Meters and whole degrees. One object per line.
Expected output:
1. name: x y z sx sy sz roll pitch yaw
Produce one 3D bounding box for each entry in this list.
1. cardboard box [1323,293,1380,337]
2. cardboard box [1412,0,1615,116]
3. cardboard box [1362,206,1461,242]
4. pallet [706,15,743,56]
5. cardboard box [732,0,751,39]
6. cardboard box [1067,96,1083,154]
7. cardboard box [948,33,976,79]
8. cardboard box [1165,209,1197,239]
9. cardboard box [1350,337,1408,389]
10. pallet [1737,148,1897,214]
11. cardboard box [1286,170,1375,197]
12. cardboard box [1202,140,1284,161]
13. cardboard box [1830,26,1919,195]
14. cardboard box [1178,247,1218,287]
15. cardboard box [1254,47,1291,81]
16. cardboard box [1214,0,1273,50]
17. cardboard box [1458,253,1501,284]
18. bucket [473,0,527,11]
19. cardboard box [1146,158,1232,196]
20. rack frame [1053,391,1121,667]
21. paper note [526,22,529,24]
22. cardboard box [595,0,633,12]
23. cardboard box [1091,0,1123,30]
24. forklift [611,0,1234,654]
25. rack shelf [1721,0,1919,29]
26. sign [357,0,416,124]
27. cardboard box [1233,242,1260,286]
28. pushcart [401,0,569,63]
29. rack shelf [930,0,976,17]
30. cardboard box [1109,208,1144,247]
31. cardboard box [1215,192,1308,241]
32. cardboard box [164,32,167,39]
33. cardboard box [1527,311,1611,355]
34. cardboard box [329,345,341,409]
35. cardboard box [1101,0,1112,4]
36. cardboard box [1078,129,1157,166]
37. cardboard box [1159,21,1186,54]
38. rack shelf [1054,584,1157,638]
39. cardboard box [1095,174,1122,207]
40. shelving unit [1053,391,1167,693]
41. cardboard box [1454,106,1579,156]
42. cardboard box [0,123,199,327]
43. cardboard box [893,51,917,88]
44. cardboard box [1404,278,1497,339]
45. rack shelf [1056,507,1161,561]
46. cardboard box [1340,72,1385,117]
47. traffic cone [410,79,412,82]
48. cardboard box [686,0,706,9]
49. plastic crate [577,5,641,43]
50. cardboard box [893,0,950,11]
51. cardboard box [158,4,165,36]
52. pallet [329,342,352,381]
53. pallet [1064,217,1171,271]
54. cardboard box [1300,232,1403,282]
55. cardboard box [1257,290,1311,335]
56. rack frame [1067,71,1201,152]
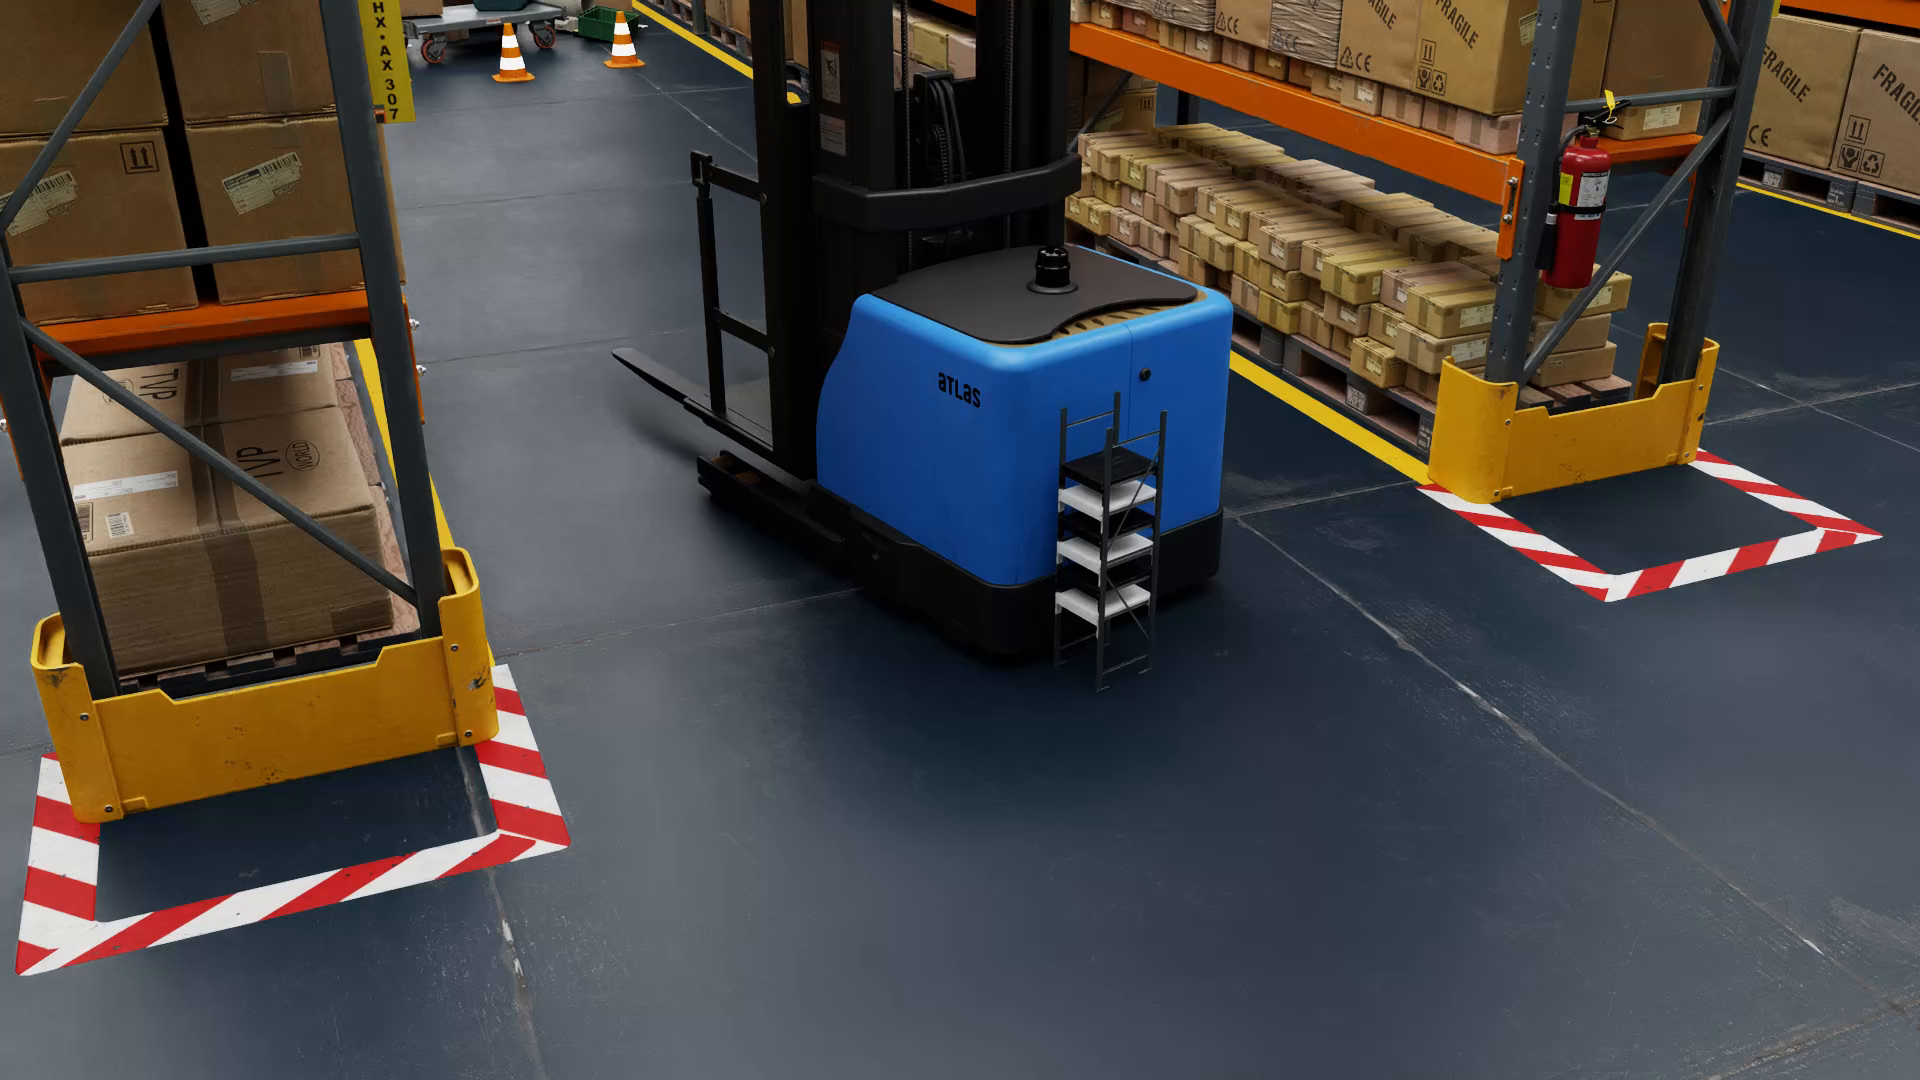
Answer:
1. cardboard box: 1.844 -1.033 7.379 0.380 0.149 0.250 -12 28 -23
2. cardboard box: 2.106 -1.934 6.340 0.500 0.500 0.500 -10 28 -20
3. cardboard box: 2.154 -1.477 7.949 0.380 0.149 0.250 -9 28 -19
4. pallet: -1.809 -4.911 16.068 1.003 0.211 1.213 -11 28 -21
5. cardboard box: -1.480 -5.015 15.189 1.050 0.750 0.750 -11 28 -21
6. cardboard box: 0.431 -2.554 10.433 0.500 0.500 0.500 -11 28 -22
7. cardboard box: 0.239 -3.103 10.701 0.500 0.250 0.500 -9 28 -18
8. cardboard box: 1.299 -1.670 8.683 0.380 0.149 0.250 -9 28 -18
9. cardboard box: 1.927 -0.789 7.218 0.380 0.149 0.250 -10 28 -19
10. pallet: 5.782 -2.471 11.071 1.003 0.211 1.213 -11 28 -21
11. cardboard box: 1.910 -1.795 8.601 0.380 0.149 0.250 -12 28 -22
12. cardboard box: 1.572 -2.114 9.253 0.380 0.149 0.250 -11 28 -21
13. cardboard box: 6.093 -2.635 10.171 0.875 0.875 0.875 -11 28 -21
14. cardboard box: 1.345 -1.422 8.514 0.380 0.149 0.250 -11 28 -22
15. cardboard box: 1.589 -2.228 7.681 0.380 0.149 0.250 -10 28 -20
16. cardboard box: 1.516 -2.549 7.599 0.500 0.500 0.500 -9 27 -18
17. cardboard box: 2.408 -1.154 7.287 0.380 0.149 0.250 -10 28 -20
18. bucket: -4.355 -5.334 15.754 0.726 0.611 0.620 -1 36 -3
19. cardboard box: 1.218 -1.917 8.850 0.380 0.149 0.250 -11 28 -22
20. rack frame: 0.401 -0.024 5.273 0.240 0.900 0.006 -19 32 -33
21. paper note: -4.396 -5.359 17.200 0.172 0.023 0.155 -1 26 -3
22. cardboard box: -3.733 -5.791 17.538 0.500 0.500 0.500 -6 27 -12
23. cardboard box: 0.932 -2.858 8.971 0.380 0.149 0.250 -10 28 -19
24. forklift: -0.382 -1.534 6.051 1.130 2.935 3.031 -19 32 -33
25. rack shelf: 6.339 -2.914 9.619 1.077 0.370 4.000 -11 28 -21
26. sign: -1.483 -1.245 4.303 0.100 0.325 0.005 -11 28 -21
27. cardboard box: 1.547 -1.347 8.021 0.380 0.149 0.250 -9 27 -18
28. pushcart: -4.617 -4.805 15.661 1.648 0.377 0.936 -22 34 -38
29. rack shelf: 0.169 -3.717 11.265 1.077 0.370 4.000 -11 28 -21
30. cardboard box: 1.049 -1.740 9.165 0.380 0.149 0.250 -11 28 -21
31. cardboard box: 1.485 -1.598 8.197 0.380 0.149 0.250 -10 28 -20
32. cardboard box: -3.036 -1.539 5.869 0.500 0.500 0.500 -10 28 -19
33. cardboard box: 2.550 -0.915 7.137 0.380 0.149 0.250 -9 28 -18
34. cardboard box: -3.064 -0.746 6.801 0.875 0.438 0.875 -11 28 -22
35. cardboard box: 0.915 -3.169 8.868 0.500 0.500 0.500 -11 28 -22
36. cardboard box: 0.897 -2.233 9.498 0.380 0.149 0.250 -9 28 -19
37. cardboard box: 1.224 -2.536 8.311 0.380 0.149 0.250 -10 28 -20
38. rack shelf: 0.463 0.203 5.295 0.258 0.077 0.200 -19 32 -33
39. cardboard box: 0.982 -1.986 9.331 0.380 0.149 0.250 -10 28 -20
40. shelving unit: 0.463 0.011 5.201 0.258 0.900 0.210 -19 32 -33
41. cardboard box: 2.131 -1.589 6.371 0.380 0.149 0.250 -11 28 -21
42. cardboard box: -2.429 -0.921 4.604 0.500 0.500 0.500 -10 28 -20
43. cardboard box: -0.166 -3.175 11.705 0.500 0.500 0.500 -11 28 -22
44. cardboard box: 2.078 -0.964 6.897 0.380 0.149 0.250 -10 28 -20
45. rack shelf: 0.463 -0.040 5.176 0.258 0.077 0.200 -19 32 -33
46. cardboard box: 1.835 -1.893 6.995 0.380 0.149 0.250 -10 28 -19
47. traffic cone: -4.922 -4.171 14.266 0.336 0.463 0.334 -11 28 -21
48. cardboard box: -2.362 -5.963 16.987 0.875 0.875 0.875 -10 28 -20
49. plastic crate: -3.454 -5.070 16.355 0.450 0.188 0.662 12 27 2
50. cardboard box: -0.368 -3.726 11.978 0.500 0.250 0.500 -11 28 -21
51. cardboard box: -3.022 -1.985 5.642 0.500 0.500 0.500 -11 28 -21
52. pallet: -3.337 -0.768 7.583 1.003 0.211 1.213 -11 28 -21
53. pallet: 1.248 -1.715 9.522 1.003 0.211 1.213 -11 28 -21
54. cardboard box: 1.771 -1.273 7.531 0.380 0.149 0.250 -12 28 -23
55. cardboard box: 1.636 -1.100 7.855 0.380 0.149 0.250 -12 28 -23
56. rack frame: 0.952 -3.233 9.453 1.000 3.000 0.127 -11 28 -21
